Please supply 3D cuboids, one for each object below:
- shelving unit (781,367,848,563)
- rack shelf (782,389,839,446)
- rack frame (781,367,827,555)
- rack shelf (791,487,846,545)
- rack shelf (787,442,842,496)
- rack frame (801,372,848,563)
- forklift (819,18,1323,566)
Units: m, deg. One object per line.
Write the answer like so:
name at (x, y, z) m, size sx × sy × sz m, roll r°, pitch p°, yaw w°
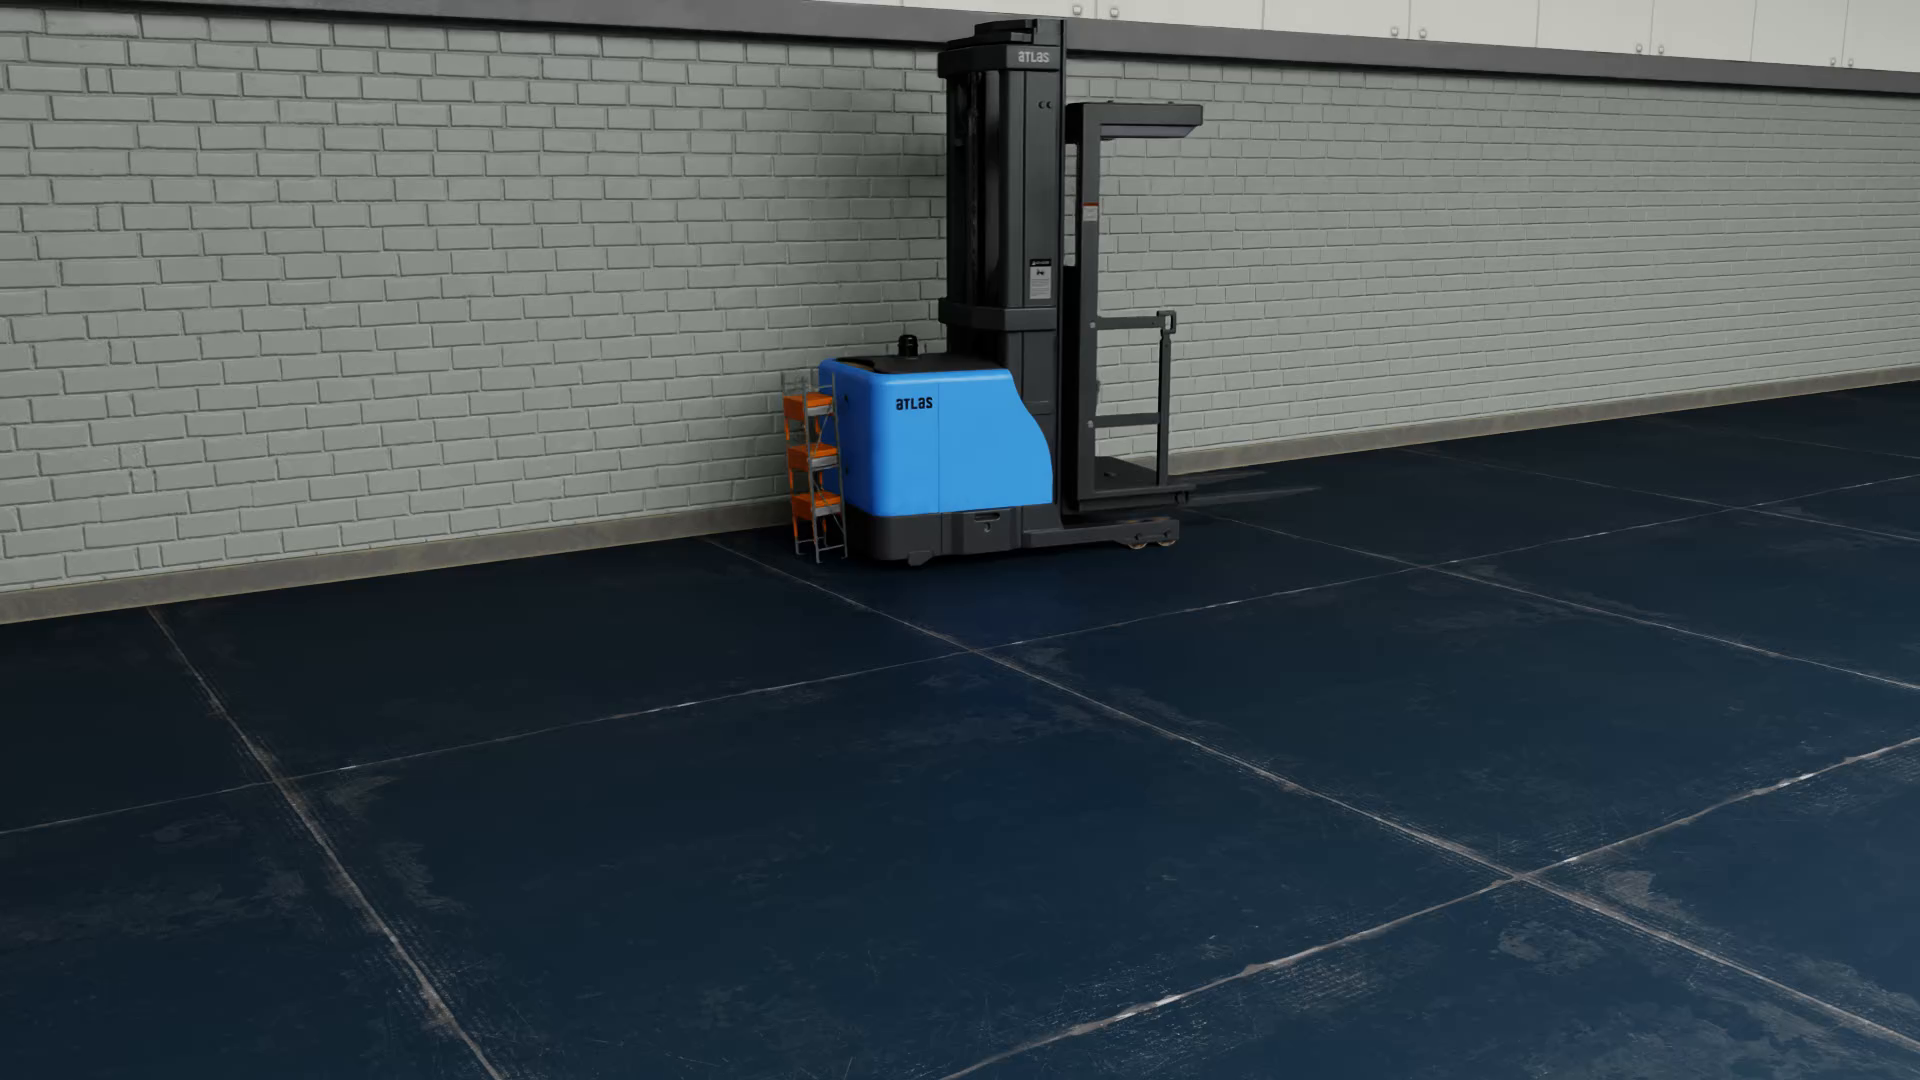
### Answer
shelving unit at (-0.811, -0.417, 9.279) m, size 0.215 × 1.050 × 0.252 m, roll -12°, pitch 17°, yaw -31°
rack shelf at (-0.827, -0.681, 9.211) m, size 0.215 × 0.259 × 0.240 m, roll -12°, pitch 17°, yaw -31°
rack frame at (-0.878, -0.439, 9.379) m, size 0.200 × 1.050 × 0.008 m, roll -12°, pitch 17°, yaw -31°
rack shelf at (-0.795, -0.138, 9.351) m, size 0.215 × 0.259 × 0.240 m, roll -12°, pitch 17°, yaw -31°
rack shelf at (-0.811, -0.407, 9.281) m, size 0.215 × 0.259 × 0.240 m, roll -12°, pitch 17°, yaw -31°
rack frame at (-0.745, -0.395, 9.179) m, size 0.200 × 1.050 × 0.008 m, roll -12°, pitch 17°, yaw -31°
forklift at (0.731, -1.474, 9.743) m, size 3.031 × 2.935 × 1.130 m, roll -5°, pitch 13°, yaw -23°
